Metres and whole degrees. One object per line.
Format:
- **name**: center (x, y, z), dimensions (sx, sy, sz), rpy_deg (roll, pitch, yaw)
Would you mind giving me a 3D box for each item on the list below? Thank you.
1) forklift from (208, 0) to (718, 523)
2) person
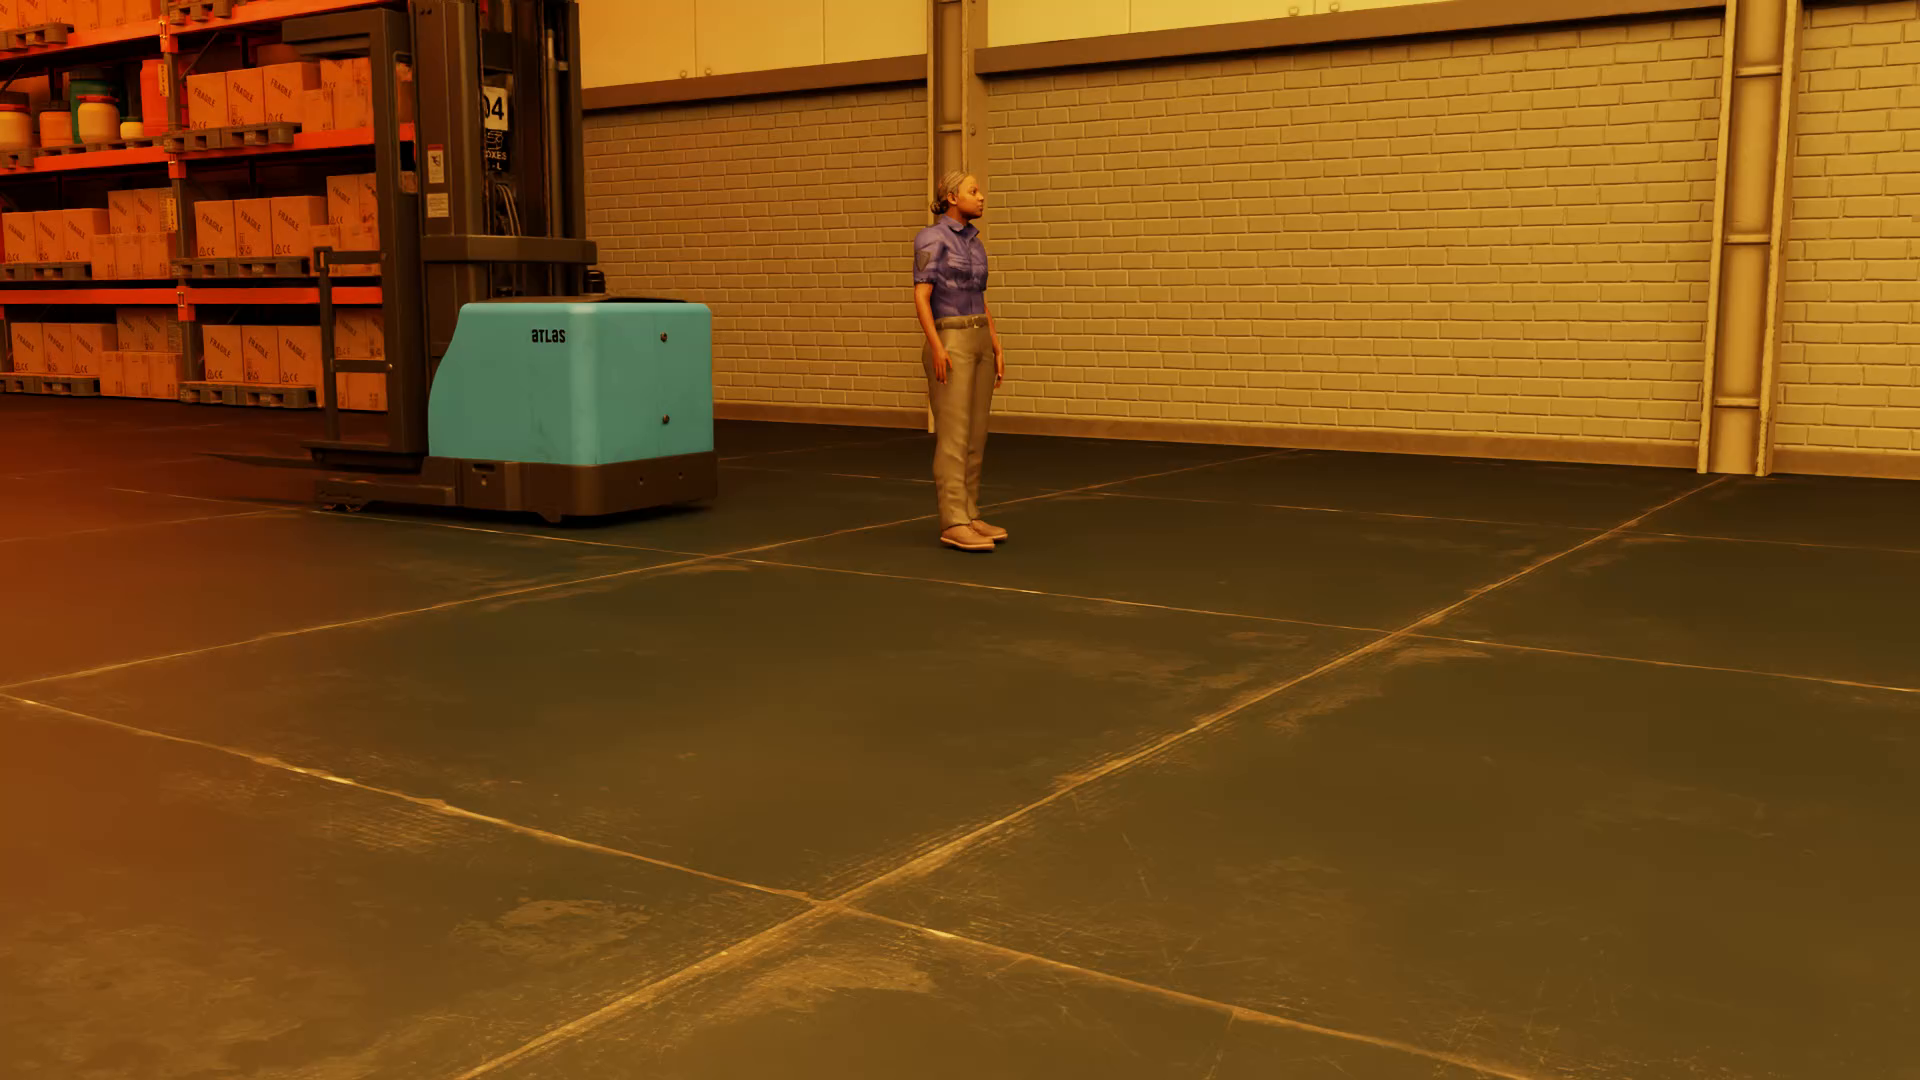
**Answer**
- **forklift**: center (-2.806, -1.657, 8.843), dimensions (3.031, 2.935, 1.130), rpy_deg (5, 9, 29)
- **person**: center (0.061, -0.817, 7.421), dimensions (0.504, 1.654, 0.569), rpy_deg (5, 10, 34)
